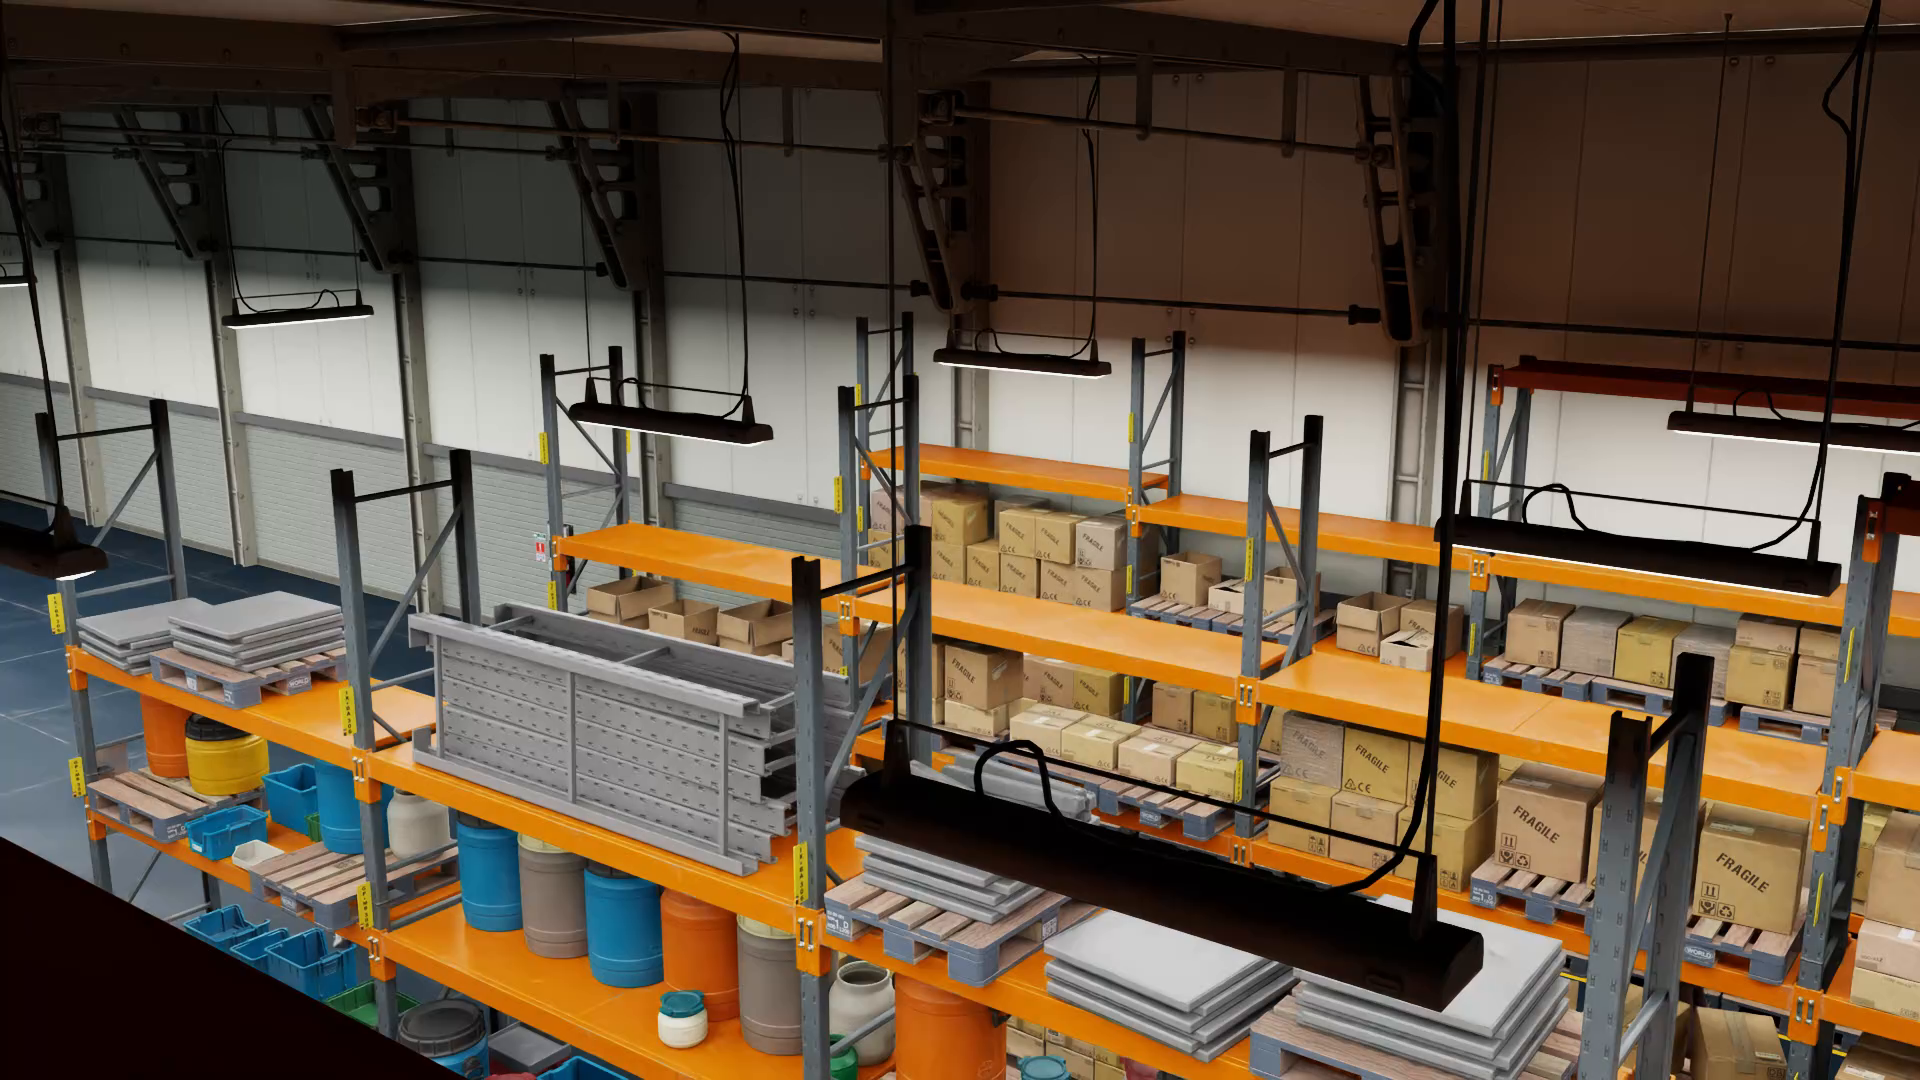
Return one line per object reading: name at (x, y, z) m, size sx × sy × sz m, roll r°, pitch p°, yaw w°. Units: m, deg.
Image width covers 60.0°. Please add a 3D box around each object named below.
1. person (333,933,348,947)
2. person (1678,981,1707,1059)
person at (-6.362, 3.371, 17.148) m, size 0.524 × 1.635 × 0.523 m, roll -12°, pitch 18°, yaw -43°
person at (5.952, 3.995, 14.102) m, size 1.115 × 1.717 × 0.609 m, roll 8°, pitch 15°, yaw 31°
